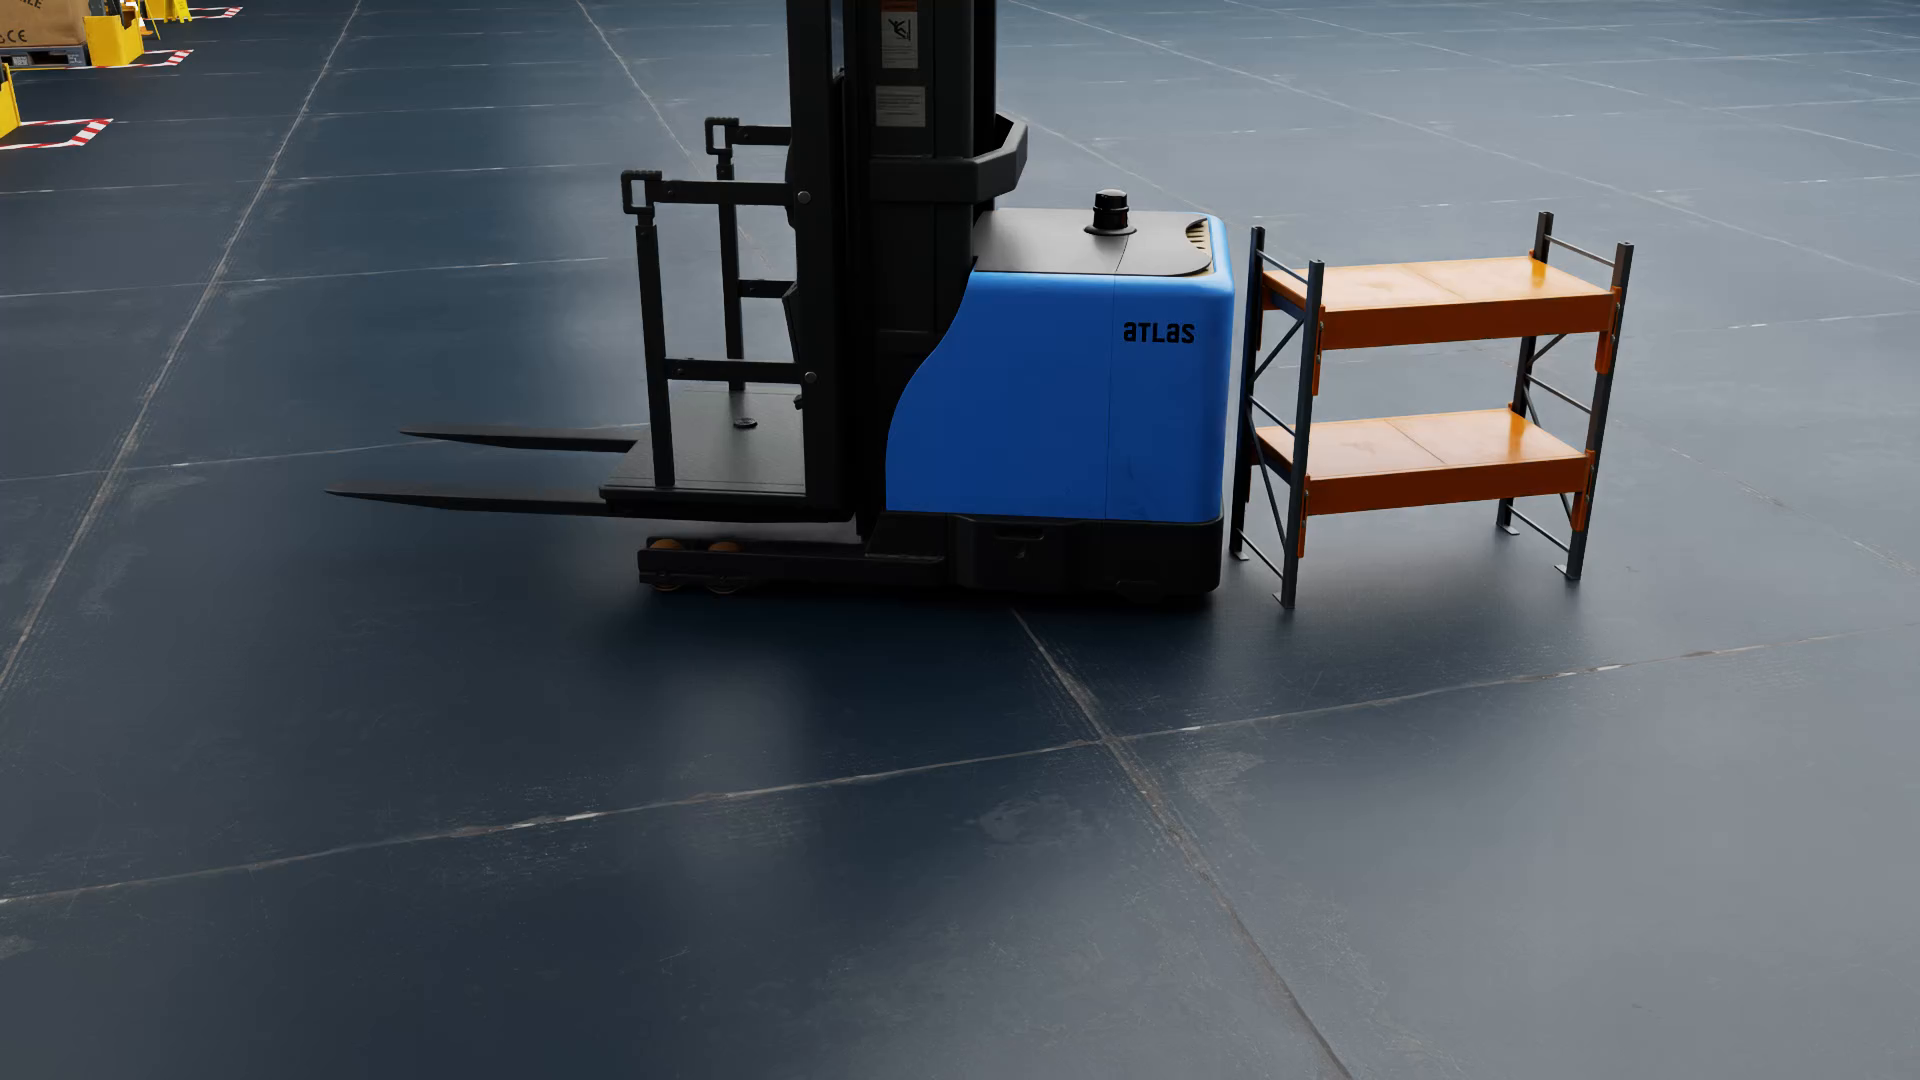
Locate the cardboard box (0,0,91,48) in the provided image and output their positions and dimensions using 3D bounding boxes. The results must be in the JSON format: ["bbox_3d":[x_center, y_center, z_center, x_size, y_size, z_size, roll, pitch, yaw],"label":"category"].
[{"bbox_3d":[-9.696,-5.659,17.379,0.875,0.875,0.875,-6,24,-14],"label":"cardboard box"}]

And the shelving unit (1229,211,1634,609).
[{"bbox_3d":[1.498,-0.437,5.425,1.048,1.125,0.538,-5,24,-12],"label":"shelving unit"}]

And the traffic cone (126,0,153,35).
[{"bbox_3d":[-9.934,-6.321,19.979,0.334,0.463,0.336,-6,24,-14],"label":"traffic cone"}]

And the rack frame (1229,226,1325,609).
[{"bbox_3d":[1.002,-0.393,5.323,0.032,1.125,0.500,-5,24,-12],"label":"rack frame"}]

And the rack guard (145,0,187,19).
[{"bbox_3d":[-10.568,-7.251,22.098,0.348,0.500,1.175,-6,24,-14],"label":"rack guard"}]

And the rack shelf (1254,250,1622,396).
[{"bbox_3d":[1.498,-0.706,5.310,1.000,0.278,0.538,-5,24,-12],"label":"rack shelf"}]

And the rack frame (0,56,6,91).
[{"bbox_3d":[-7.818,-4.645,12.856,0.127,3.000,1.000,-6,24,-14],"label":"rack frame"}]

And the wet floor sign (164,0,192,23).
[{"bbox_3d":[-10.023,-6.940,21.189,0.232,0.644,0.267,2,23,4],"label":"wet floor sign"}]

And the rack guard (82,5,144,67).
[{"bbox_3d":[-9.038,-5.393,17.769,0.348,0.500,1.175,-6,24,-14],"label":"rack guard"}]

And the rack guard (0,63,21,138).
[{"bbox_3d":[-7.891,-3.489,13.330,0.348,0.500,1.175,-6,24,-14],"label":"rack guard"}]

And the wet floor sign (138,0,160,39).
[{"bbox_3d":[-9.568,-6.212,19.493,0.232,0.644,0.267,-11,25,-23],"label":"wet floor sign"}]

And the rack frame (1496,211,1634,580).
[{"bbox_3d":[1.994,-0.481,5.528,0.032,1.125,0.500,-5,24,-12],"label":"rack frame"}]

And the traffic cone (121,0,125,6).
[{"bbox_3d":[-10.561,-6.706,20.876,0.334,0.463,0.336,-6,24,-14],"label":"traffic cone"}]

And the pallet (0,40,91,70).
[{"bbox_3d":[-9.809,-5.143,17.552,1.213,0.211,1.003,-6,24,-14],"label":"pallet"}]

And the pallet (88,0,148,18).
[{"bbox_3d":[-11.360,-7.045,21.985,1.213,0.211,1.003,-6,24,-14],"label":"pallet"}]

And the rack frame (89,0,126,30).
[{"bbox_3d":[-9.061,-6.539,17.270,0.127,3.000,1.000,-6,24,-14],"label":"rack frame"}]

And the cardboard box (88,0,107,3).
[{"bbox_3d":[-11.224,-7.146,21.639,0.500,0.250,0.500,-6,24,-15],"label":"cardboard box"}]

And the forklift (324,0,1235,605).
[{"bbox_3d":[-0.627,-1.375,5.320,3.031,2.935,1.130,3,23,6],"label":"forklift"}]

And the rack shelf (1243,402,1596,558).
[{"bbox_3d":[1.498,-0.212,5.522,1.000,0.278,0.538,-5,24,-12],"label":"rack shelf"}]
